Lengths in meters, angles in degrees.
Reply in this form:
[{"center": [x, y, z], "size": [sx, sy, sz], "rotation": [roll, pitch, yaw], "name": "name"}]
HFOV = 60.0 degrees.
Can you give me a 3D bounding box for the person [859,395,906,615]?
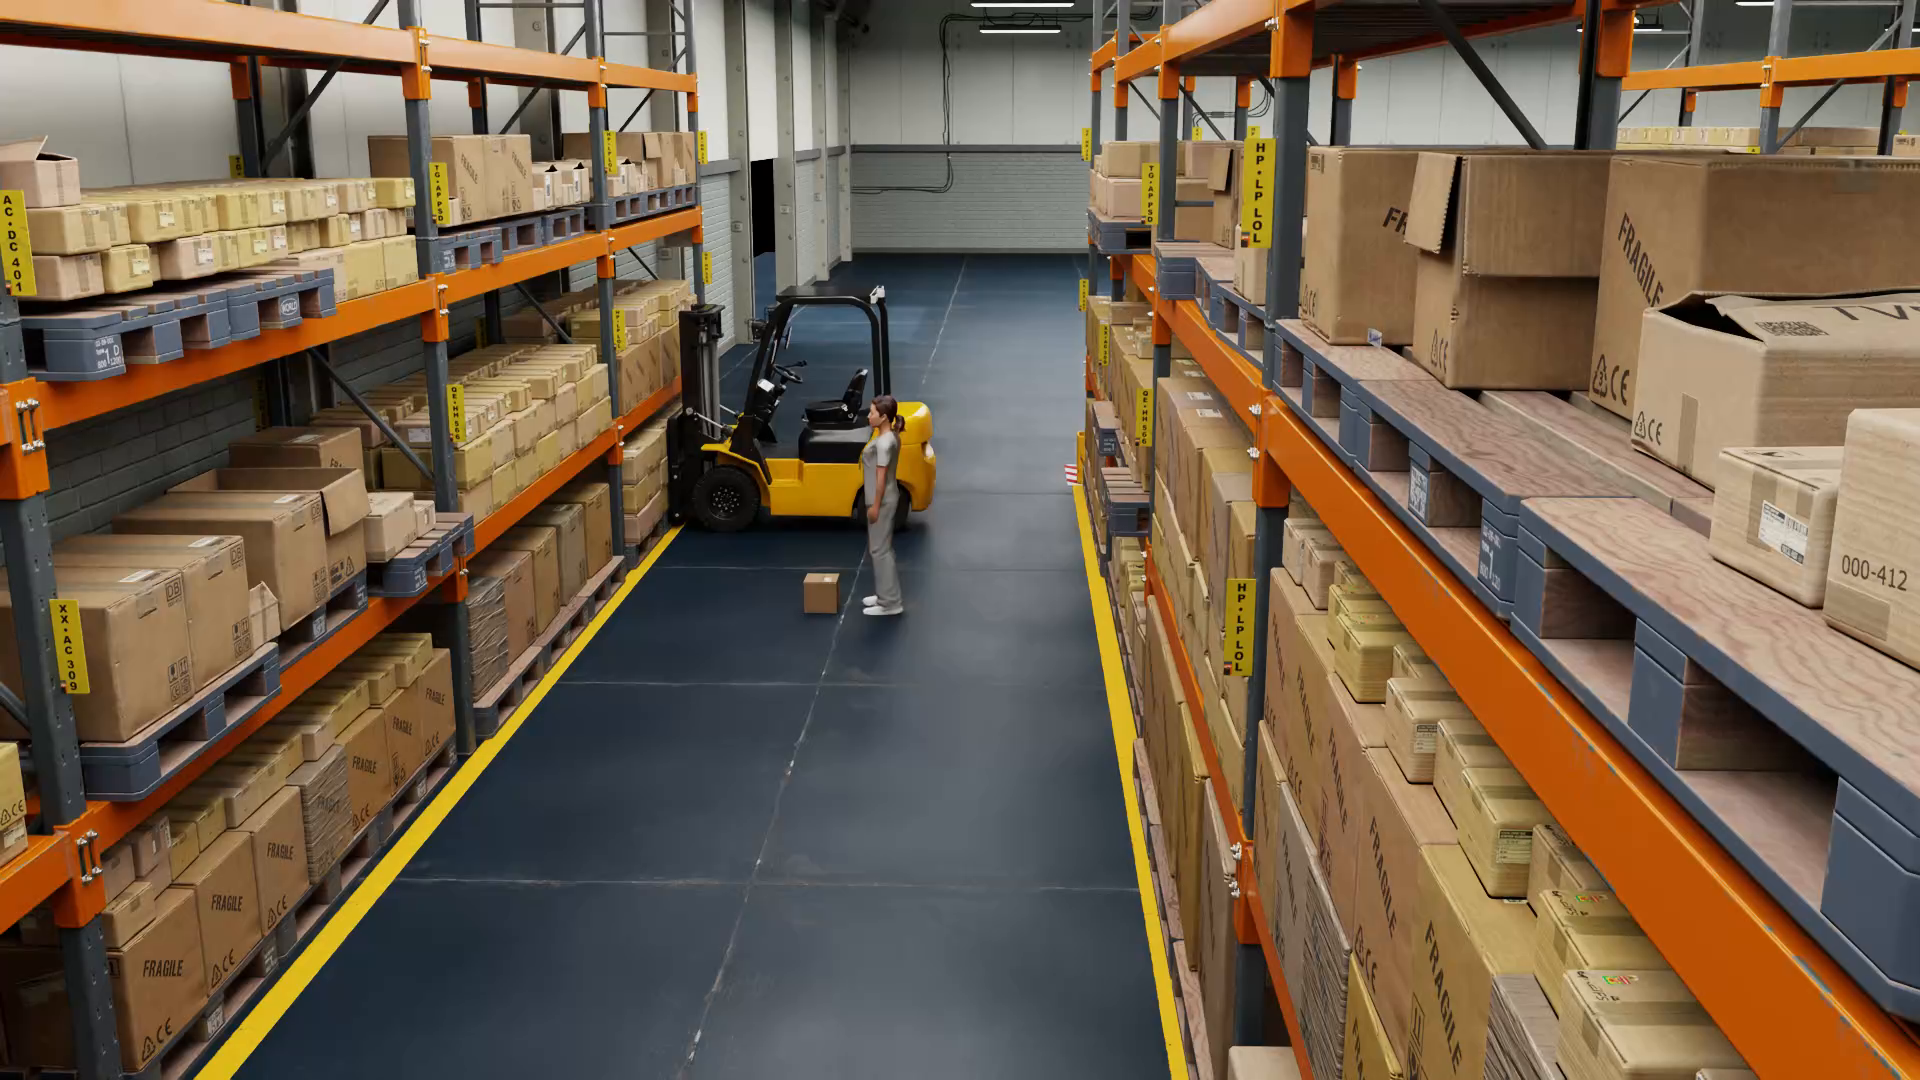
[{"center": [-0.579, -0.263, 12.607], "size": [0.362, 1.683, 0.436], "rotation": [1, 14, 3], "name": "person"}]
